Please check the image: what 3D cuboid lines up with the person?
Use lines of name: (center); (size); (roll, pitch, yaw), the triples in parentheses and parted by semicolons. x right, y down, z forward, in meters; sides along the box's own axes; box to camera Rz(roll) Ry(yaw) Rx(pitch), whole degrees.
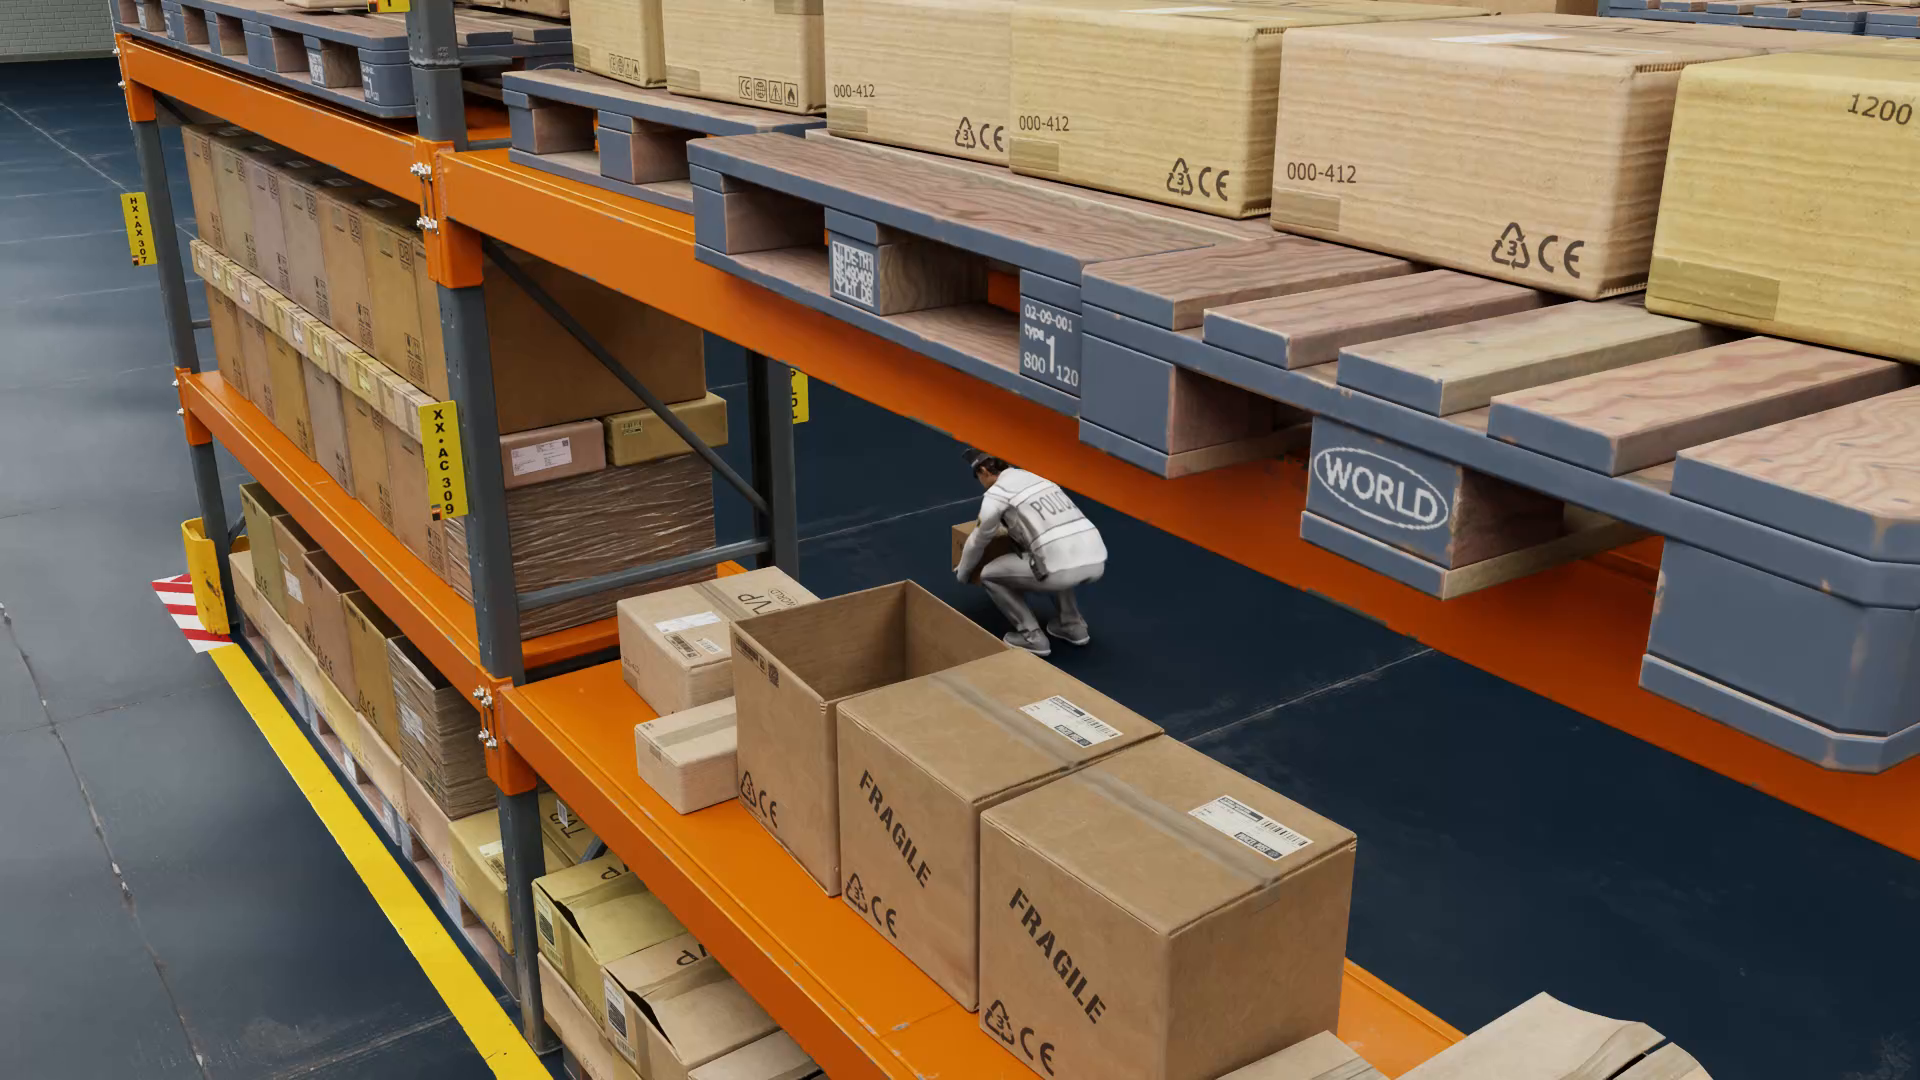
person: (0.330, 0.012, 8.009); (0.466, 0.979, 0.851); (-15, 26, -34)
